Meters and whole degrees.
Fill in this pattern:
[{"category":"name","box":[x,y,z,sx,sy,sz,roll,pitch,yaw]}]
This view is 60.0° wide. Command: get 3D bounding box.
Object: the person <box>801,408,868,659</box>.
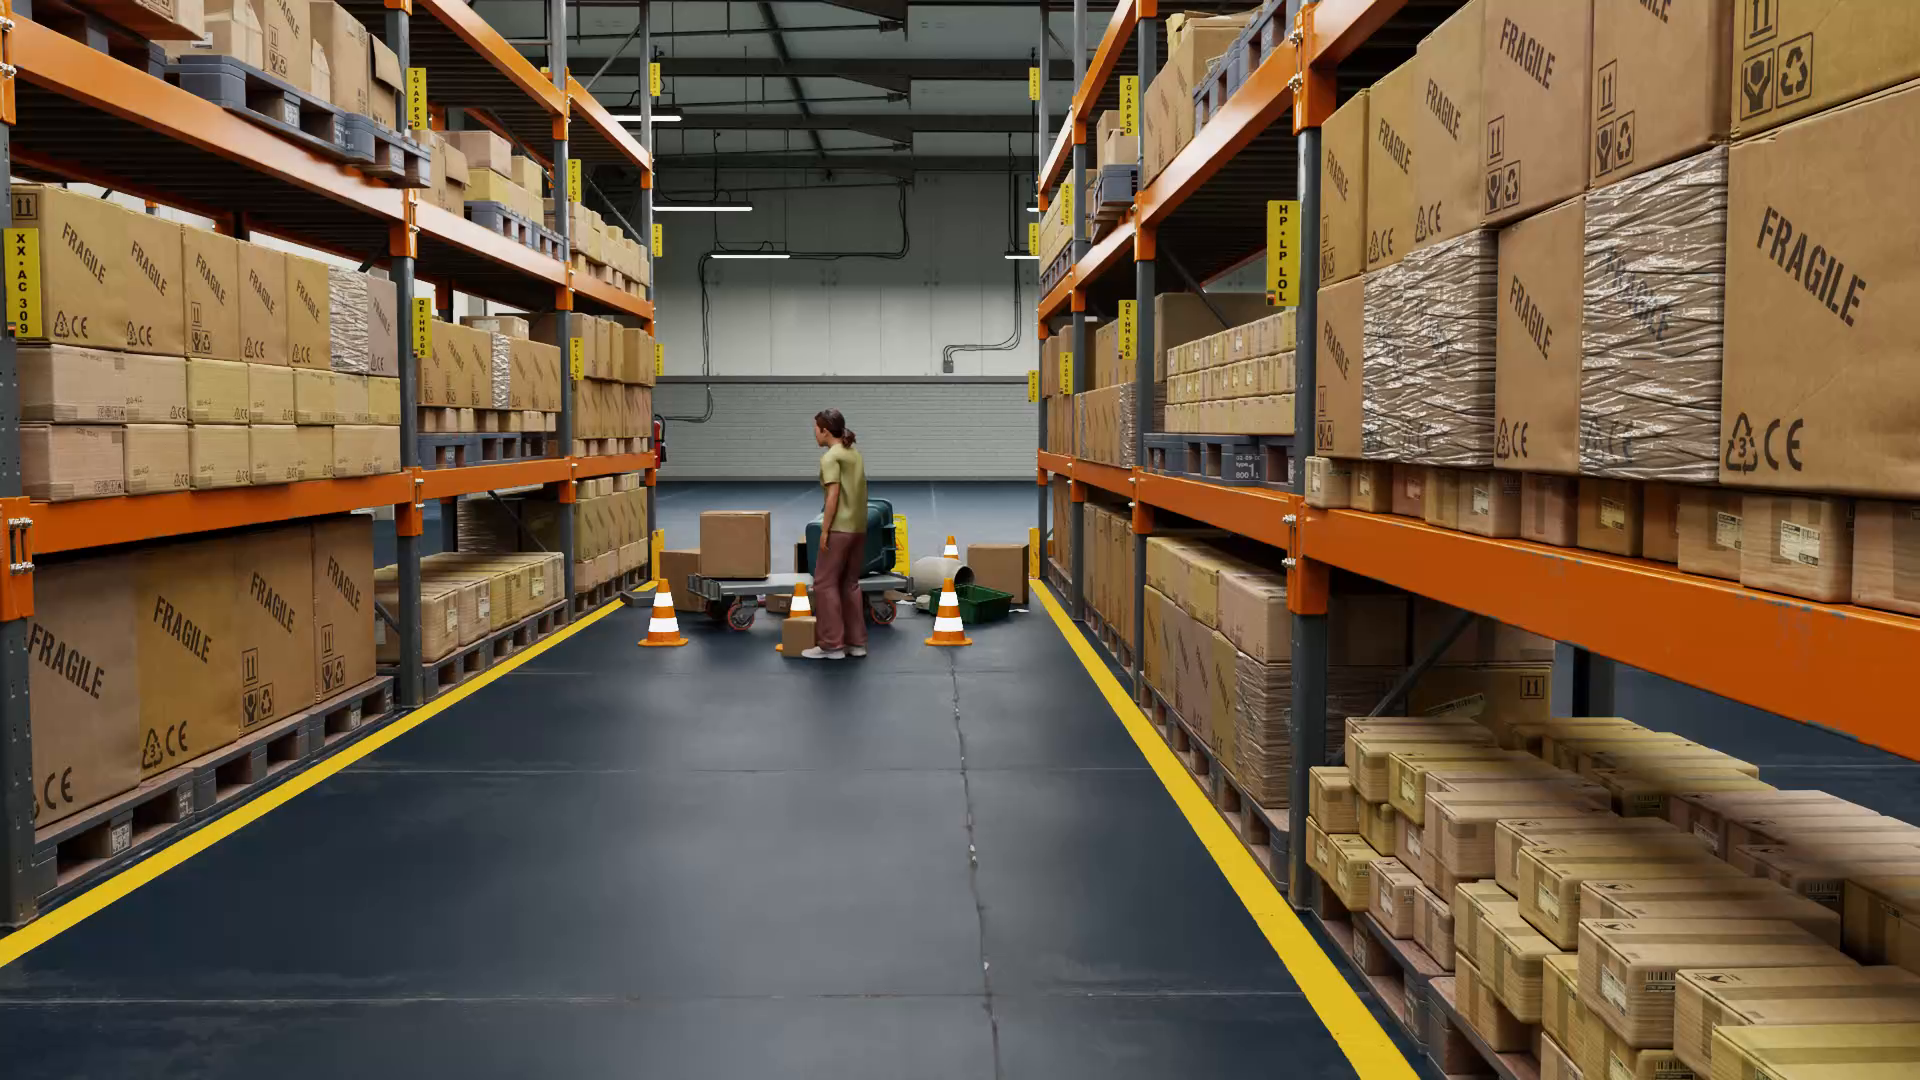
[{"category":"person","box":[-0.835,-0.043,11.117,0.416,1.671,0.509,2,4,25]}]
